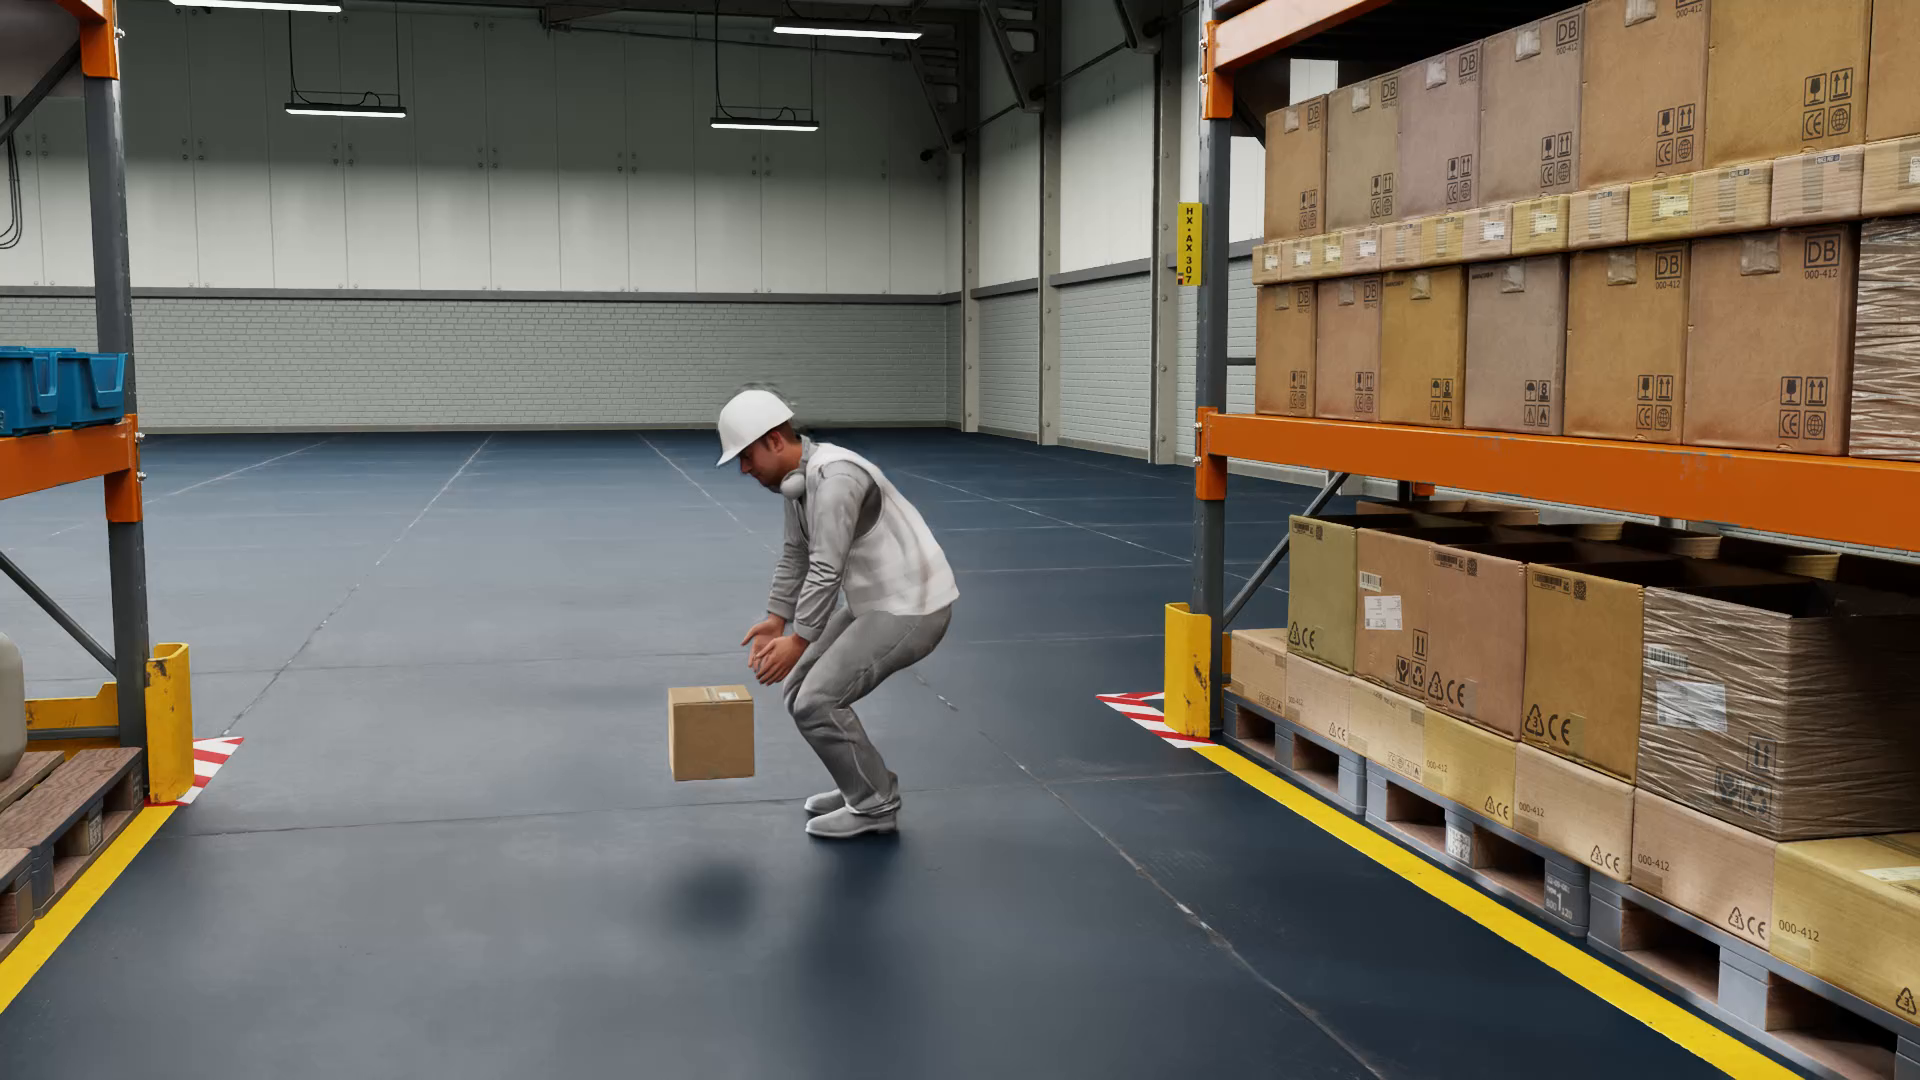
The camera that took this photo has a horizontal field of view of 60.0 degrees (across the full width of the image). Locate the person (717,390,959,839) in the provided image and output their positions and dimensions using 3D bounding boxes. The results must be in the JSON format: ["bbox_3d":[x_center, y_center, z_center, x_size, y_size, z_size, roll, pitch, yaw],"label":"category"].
[{"bbox_3d":[-0.391,0.229,5.350,0.767,1.422,0.592,-1,6,-14],"label":"person"}]
